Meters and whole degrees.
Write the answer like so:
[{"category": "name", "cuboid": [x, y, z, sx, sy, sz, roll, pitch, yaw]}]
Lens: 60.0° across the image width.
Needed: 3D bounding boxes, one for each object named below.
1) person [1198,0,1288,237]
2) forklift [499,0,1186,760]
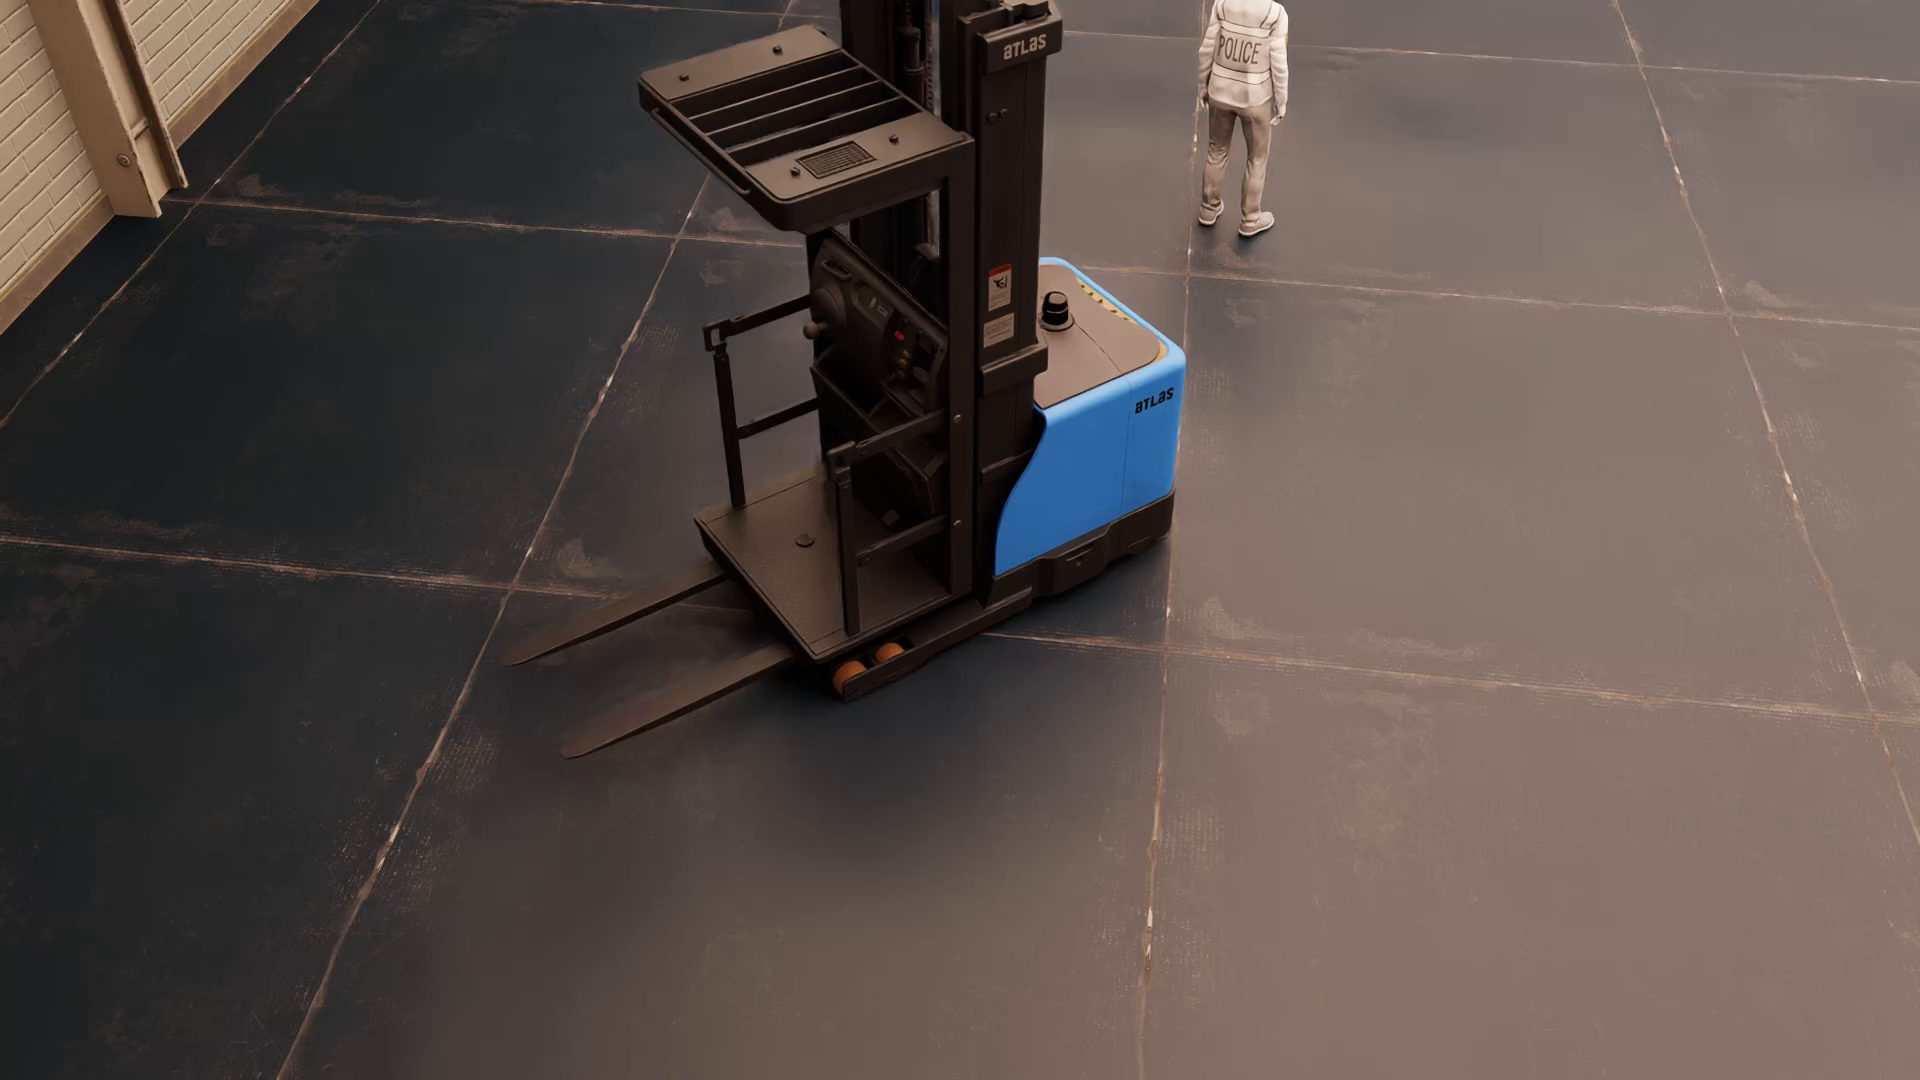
[{"category": "person", "cuboid": [1.593, -2.514, 9.401, 0.528, 1.662, 0.375, 21, 46, 21]}, {"category": "forklift", "cuboid": [-0.508, -0.805, 6.601, 3.031, 2.935, 1.130, -25, 48, -24]}]
